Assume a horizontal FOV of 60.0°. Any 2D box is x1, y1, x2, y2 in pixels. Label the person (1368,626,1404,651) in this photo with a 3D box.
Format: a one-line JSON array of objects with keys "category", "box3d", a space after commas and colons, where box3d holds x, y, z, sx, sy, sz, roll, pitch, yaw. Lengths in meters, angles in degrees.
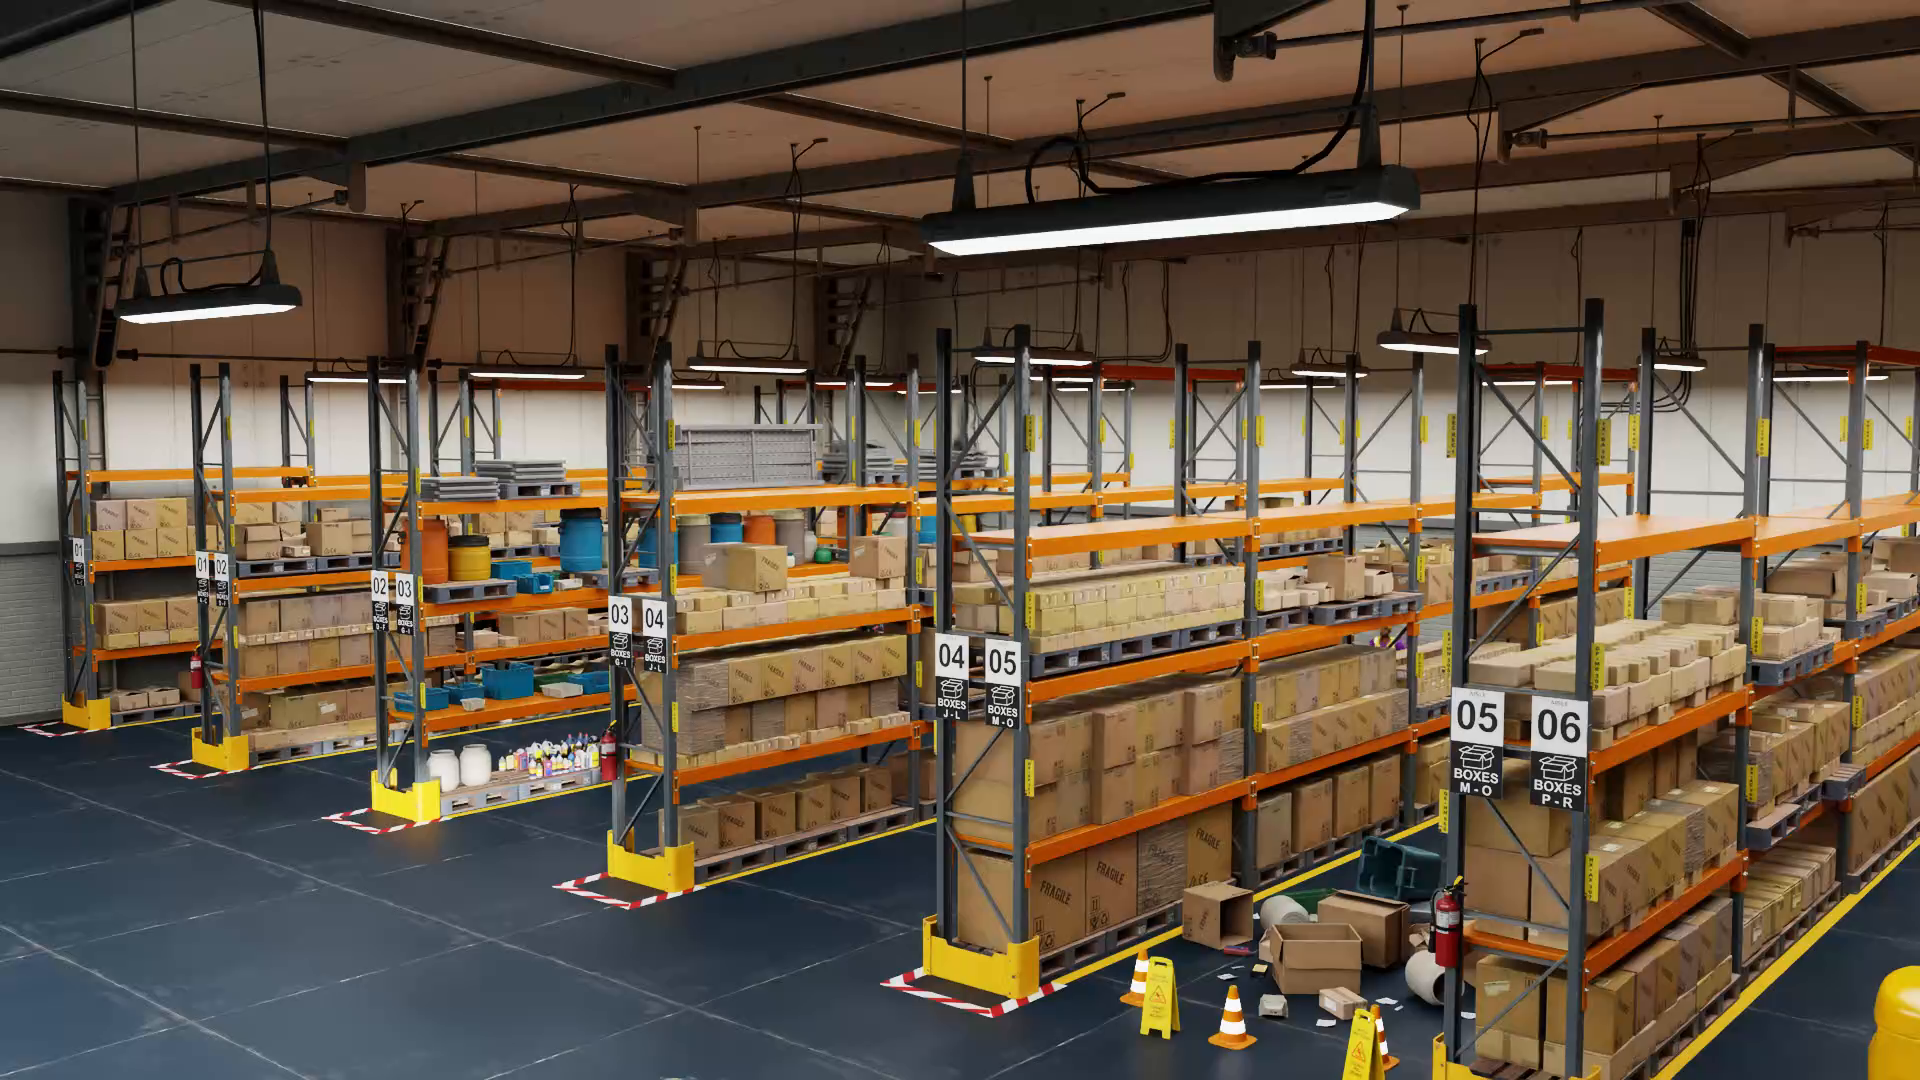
[{"category": "person", "box3d": [7.294, 2.255, 28.575, 0.714, 1.718, 0.601, 2, 5, 30]}]
